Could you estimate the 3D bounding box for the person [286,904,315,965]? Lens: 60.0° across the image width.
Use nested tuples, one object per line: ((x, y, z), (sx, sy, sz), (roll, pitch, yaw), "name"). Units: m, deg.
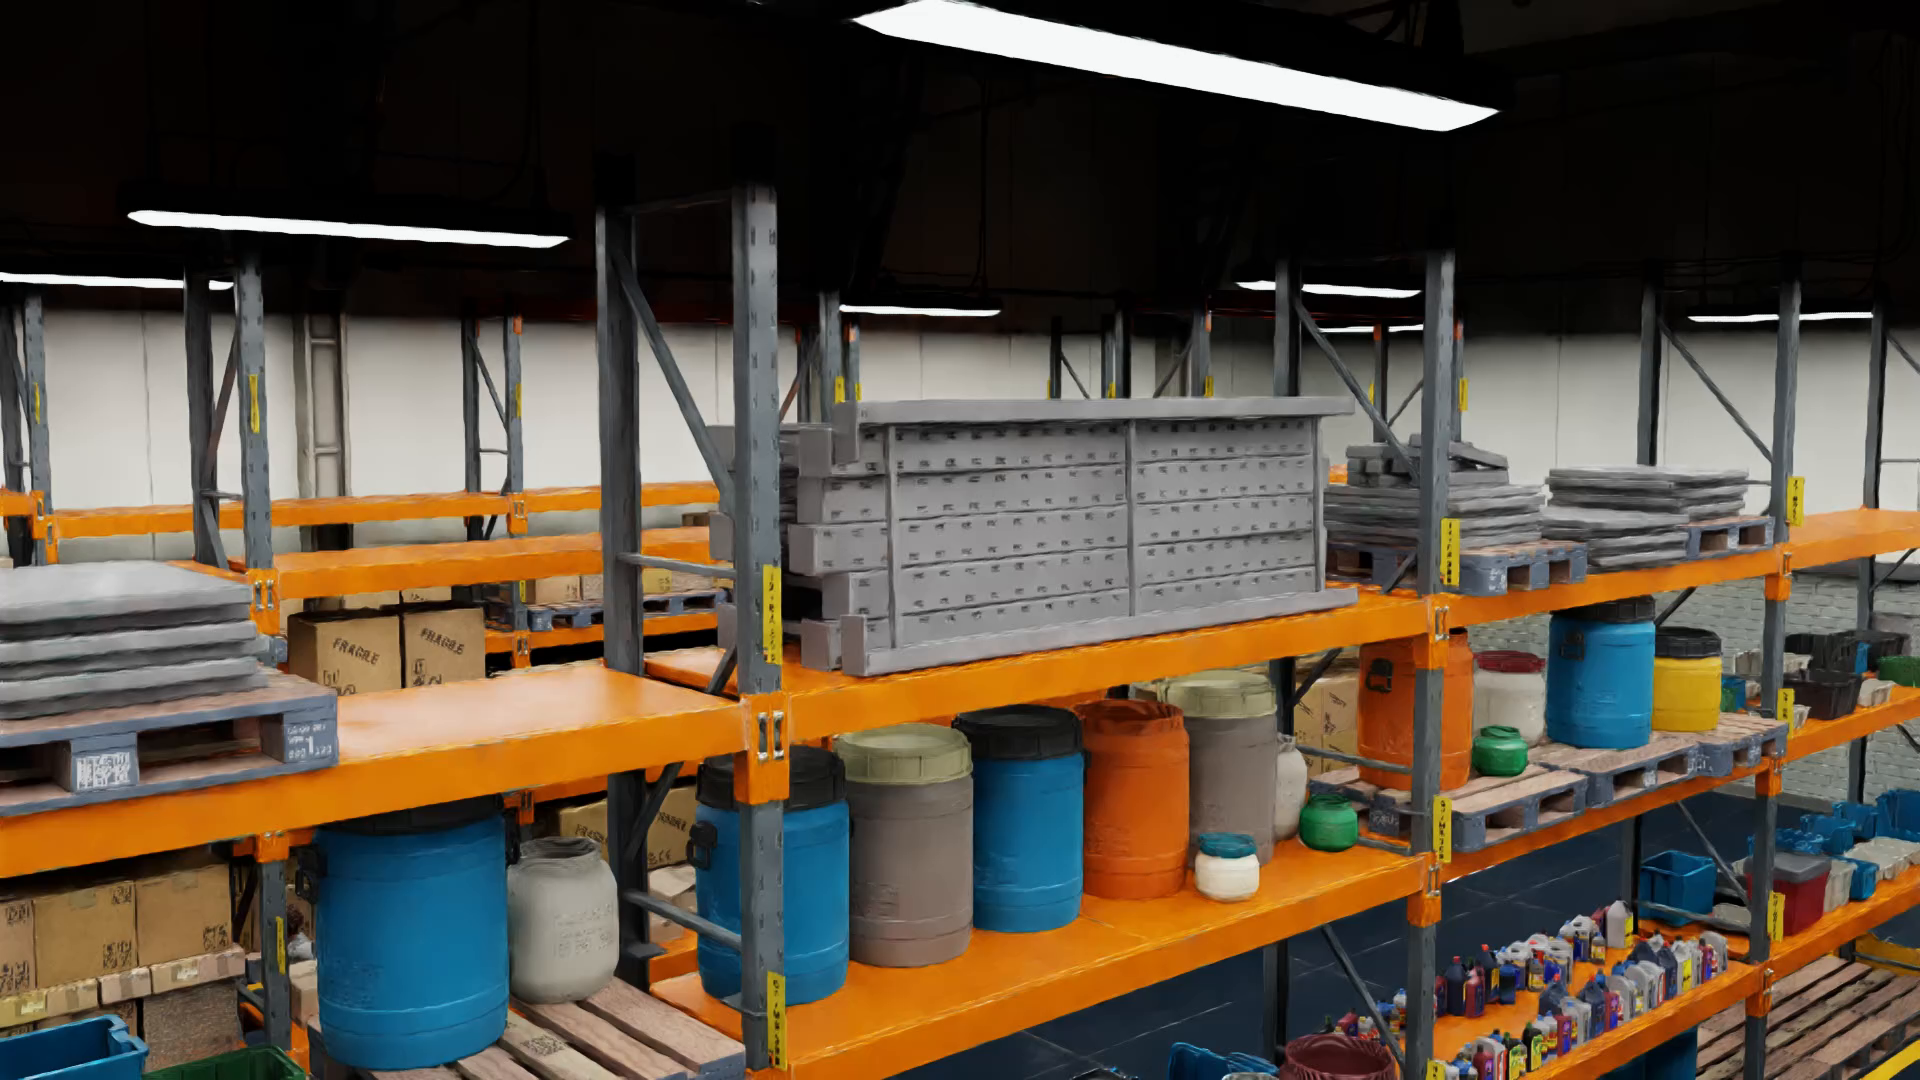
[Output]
((-4.644, 3.290, 11.710), (1.036, 1.517, 0.417), (-4, 7, -38), "person")
